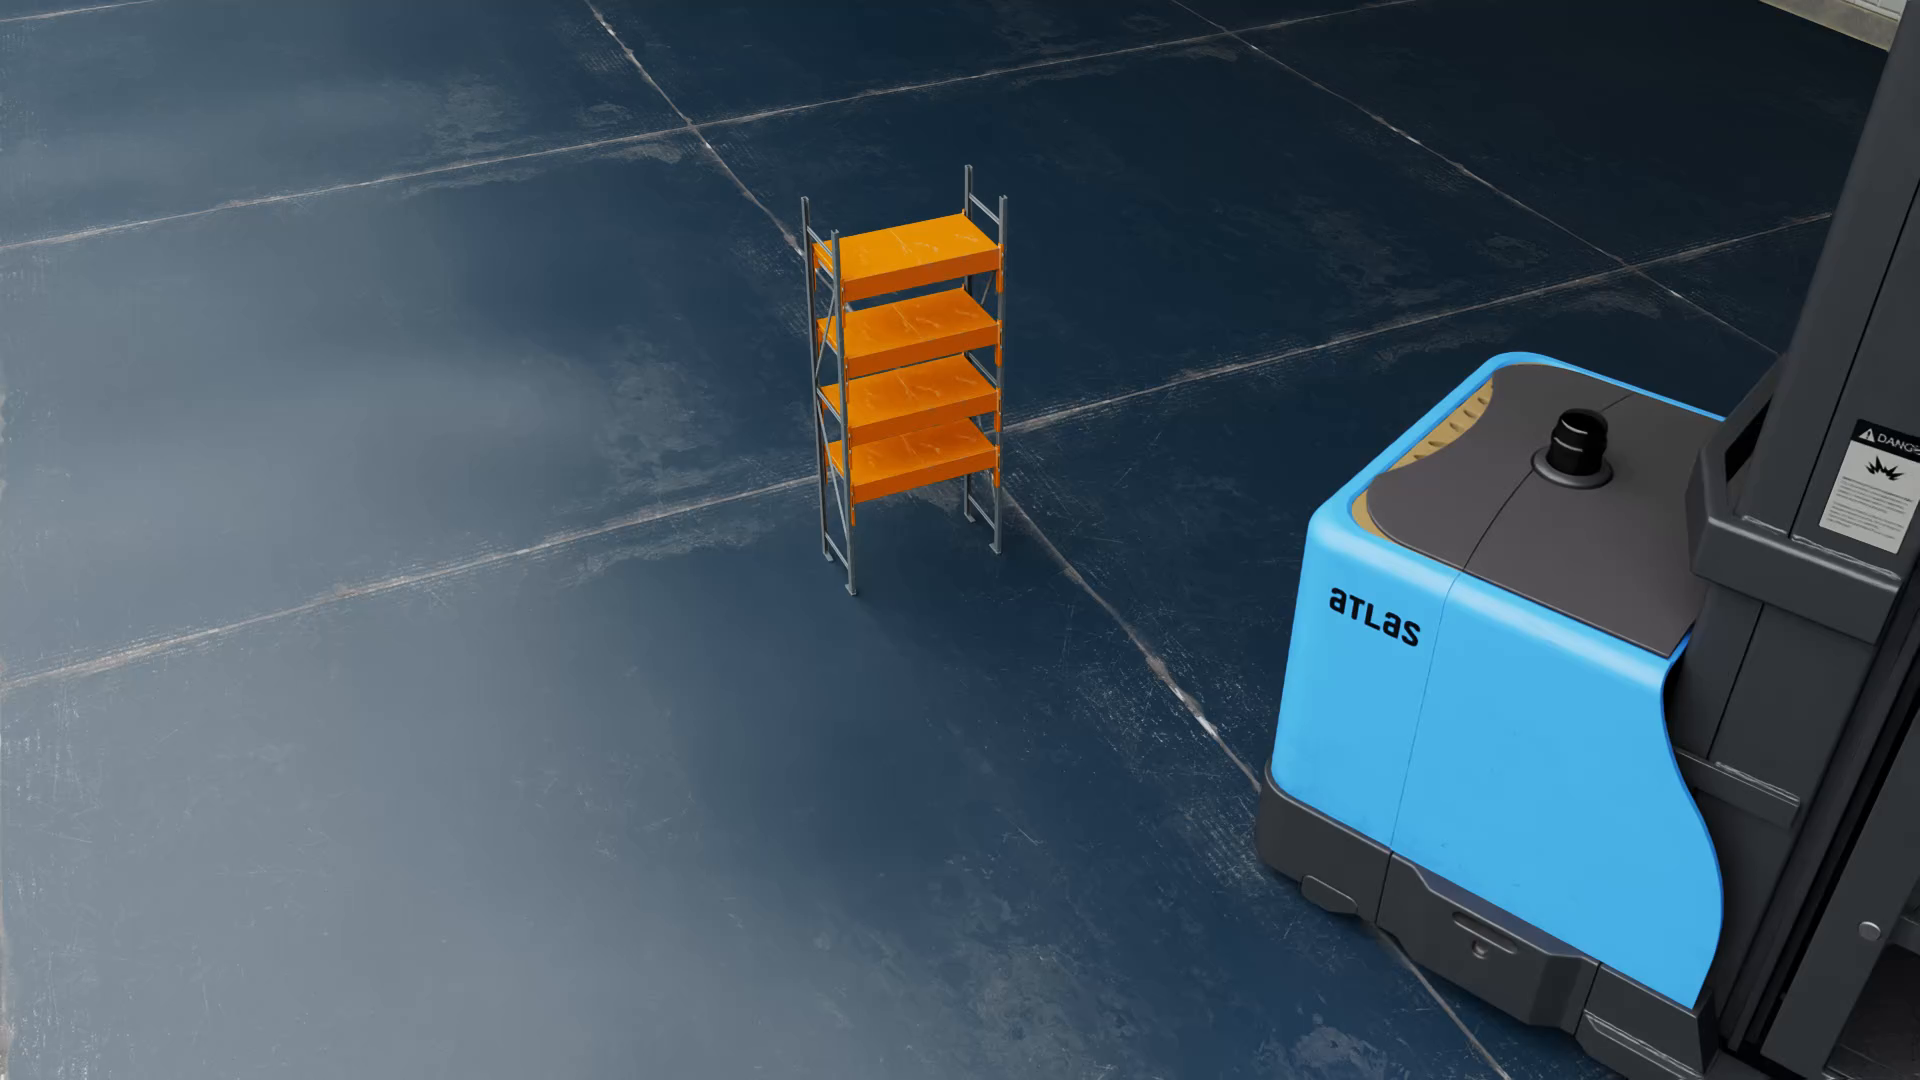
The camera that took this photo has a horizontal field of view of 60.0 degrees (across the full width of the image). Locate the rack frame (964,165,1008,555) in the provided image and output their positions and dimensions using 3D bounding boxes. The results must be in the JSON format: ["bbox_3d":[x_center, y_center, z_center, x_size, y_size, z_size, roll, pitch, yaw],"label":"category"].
[{"bbox_3d":[0.071,-0.502,4.919,0.015,1.200,0.240,-16,39,-20],"label":"rack frame"}]

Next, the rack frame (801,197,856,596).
[{"bbox_3d":[-0.371,-0.378,4.753,0.015,1.200,0.240,-16,39,-20],"label":"rack frame"}]

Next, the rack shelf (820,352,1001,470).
[{"bbox_3d":[-0.150,-0.386,4.876,0.480,0.148,0.258,-16,39,-20],"label":"rack shelf"}]

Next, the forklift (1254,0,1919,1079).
[{"bbox_3d":[2.183,-0.020,2.816,3.031,2.935,1.130,27,44,31],"label":"forklift"}]

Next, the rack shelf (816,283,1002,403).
[{"bbox_3d":[-0.150,-0.566,4.743,0.480,0.148,0.258,-16,39,-20],"label":"rack shelf"}]

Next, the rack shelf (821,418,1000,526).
[{"bbox_3d":[-0.150,-0.226,4.994,0.480,0.148,0.258,-16,39,-20],"label":"rack shelf"}]

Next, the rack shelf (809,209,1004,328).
[{"bbox_3d":[-0.150,-0.756,4.602,0.480,0.148,0.258,-16,39,-20],"label":"rack shelf"}]

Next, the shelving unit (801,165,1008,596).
[{"bbox_3d":[-0.150,-0.440,4.836,0.503,1.200,0.258,-16,39,-20],"label":"shelving unit"}]
